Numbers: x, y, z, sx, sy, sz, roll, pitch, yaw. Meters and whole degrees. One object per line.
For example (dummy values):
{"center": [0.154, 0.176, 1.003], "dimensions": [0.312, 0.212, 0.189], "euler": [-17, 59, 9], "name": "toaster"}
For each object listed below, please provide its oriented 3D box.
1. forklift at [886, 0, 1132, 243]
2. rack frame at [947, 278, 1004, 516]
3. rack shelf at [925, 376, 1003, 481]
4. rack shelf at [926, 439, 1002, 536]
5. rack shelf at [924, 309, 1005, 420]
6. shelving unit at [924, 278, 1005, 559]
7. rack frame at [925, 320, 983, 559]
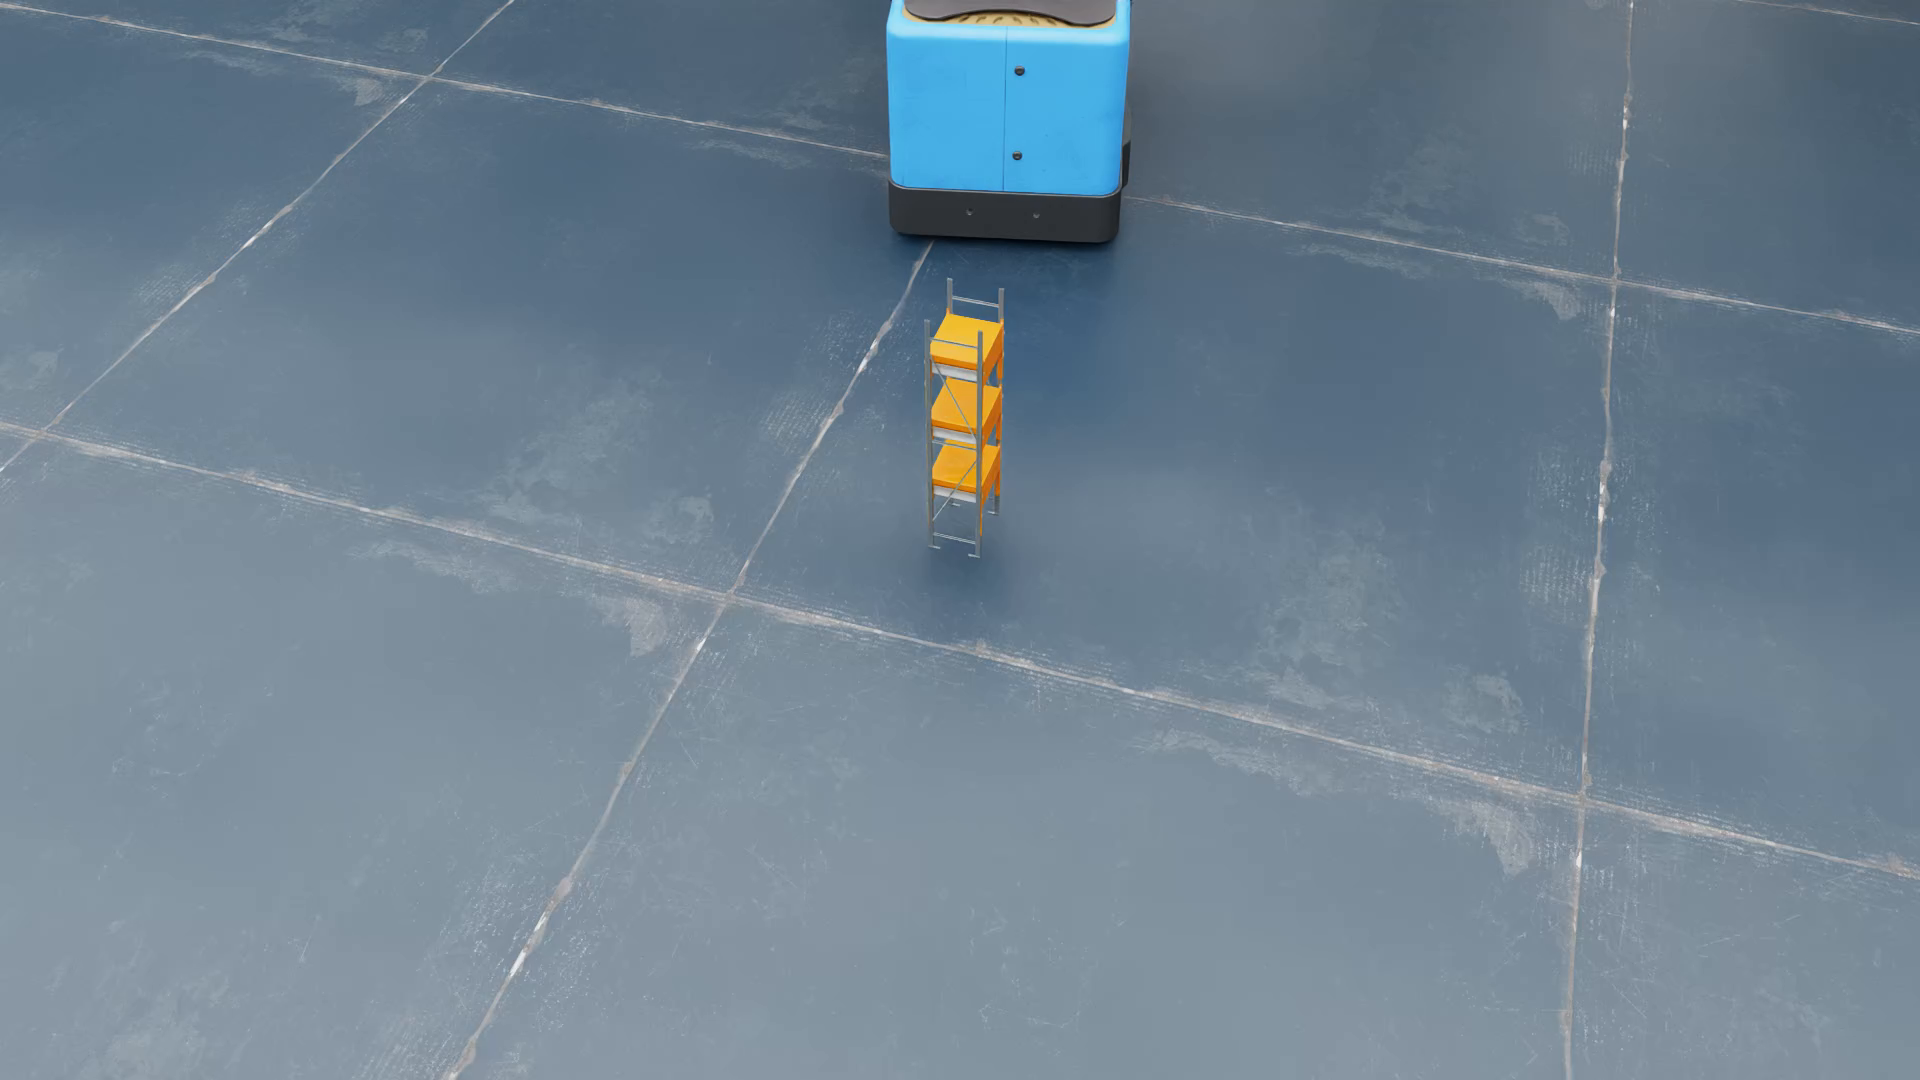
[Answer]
{"center": [0.312, -3.419, 7.649], "dimensions": [1.130, 2.935, 3.031], "euler": [3, 44, 3], "name": "forklift"}
{"center": [0.053, -0.492, 6.002], "dimensions": [0.200, 1.050, 0.008], "euler": [13, 46, 12], "name": "rack frame"}
{"center": [0.016, -0.403, 5.927], "dimensions": [0.215, 0.259, 0.240], "euler": [13, 46, 12], "name": "rack shelf"}
{"center": [0.016, -0.205, 6.121], "dimensions": [0.215, 0.259, 0.240], "euler": [13, 46, 12], "name": "rack shelf"}
{"center": [0.016, -0.606, 5.728], "dimensions": [0.215, 0.259, 0.240], "euler": [13, 46, 12], "name": "rack shelf"}
{"center": [0.016, -0.411, 5.919], "dimensions": [0.215, 1.050, 0.252], "euler": [13, 46, 12], "name": "shelving unit"}
{"center": [-0.021, -0.330, 5.836], "dimensions": [0.200, 1.050, 0.008], "euler": [13, 46, 12], "name": "rack frame"}
